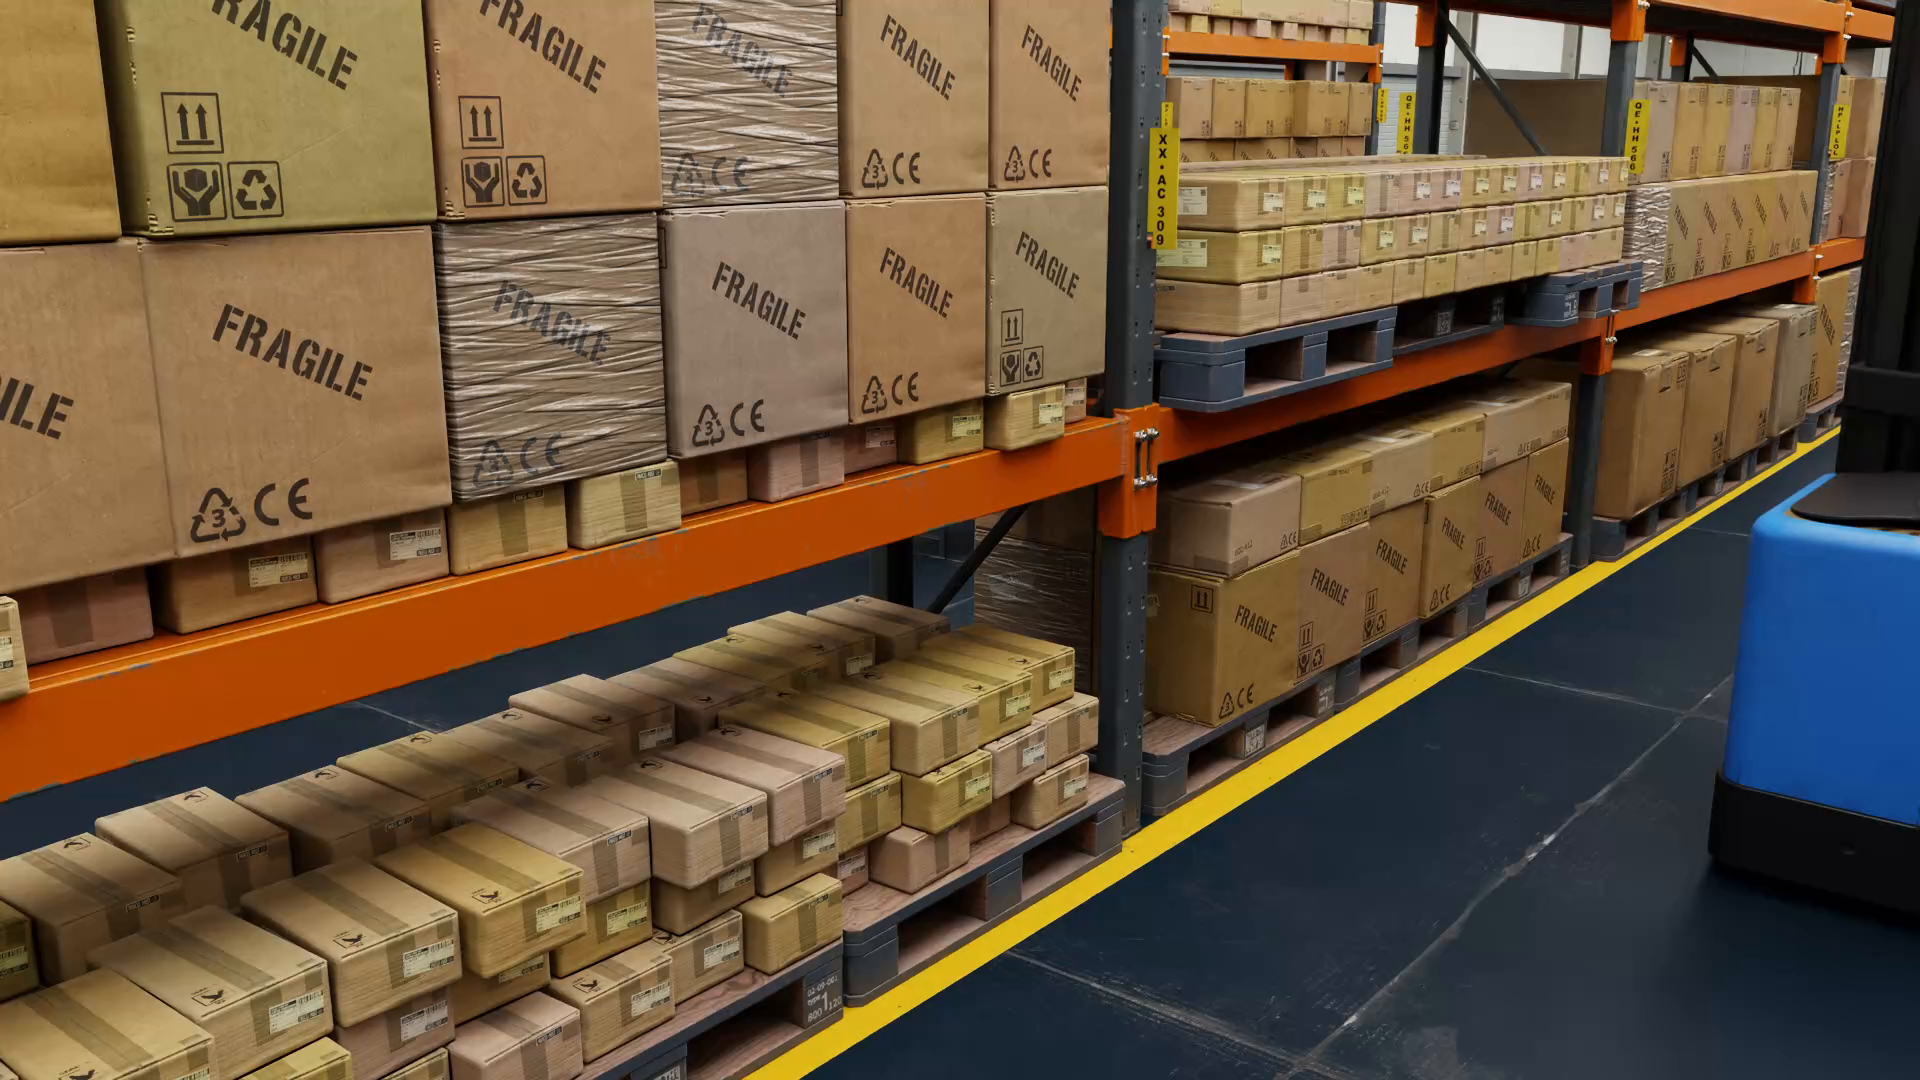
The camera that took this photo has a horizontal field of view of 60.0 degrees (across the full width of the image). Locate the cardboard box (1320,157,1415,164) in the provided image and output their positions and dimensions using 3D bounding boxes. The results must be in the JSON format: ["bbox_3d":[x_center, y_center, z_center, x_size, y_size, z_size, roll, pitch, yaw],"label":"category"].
[{"bbox_3d":[1.709,-1.554,7.099,0.380,0.149,0.250,10,18,35],"label":"cardboard box"}]

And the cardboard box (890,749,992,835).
[{"bbox_3d":[-0.138,0.626,4.401,0.380,0.149,0.250,10,18,36],"label":"cardboard box"}]

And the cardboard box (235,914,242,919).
[{"bbox_3d":[-1.636,0.828,3.604,0.380,0.149,0.250,12,18,38],"label":"cardboard box"}]

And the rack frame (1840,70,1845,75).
[{"bbox_3d":[7.670,-2.924,14.040,1.000,3.000,0.127,11,18,38],"label":"rack frame"}]

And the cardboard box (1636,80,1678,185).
[{"bbox_3d":[3.248,-2.106,8.588,0.700,0.500,0.500,11,18,37],"label":"cardboard box"}]

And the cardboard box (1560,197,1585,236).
[{"bbox_3d":[2.356,-1.350,6.900,0.380,0.149,0.250,12,18,39],"label":"cardboard box"}]

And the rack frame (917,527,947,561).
[{"bbox_3d":[-0.226,-0.658,8.167,0.400,1.500,0.023,11,18,38],"label":"rack frame"}]

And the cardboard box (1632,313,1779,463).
[{"bbox_3d":[4.226,-0.954,10.002,1.050,0.750,0.750,11,18,38],"label":"cardboard box"}]

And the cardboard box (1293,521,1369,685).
[{"bbox_3d":[1.130,0.180,6.045,0.500,0.500,0.500,12,19,40],"label":"cardboard box"}]

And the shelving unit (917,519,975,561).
[{"bbox_3d":[0.004,-0.728,8.443,0.431,1.500,0.755,11,18,38],"label":"shelving unit"}]

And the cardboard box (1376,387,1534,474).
[{"bbox_3d":[2.107,-0.477,7.110,0.500,0.250,0.500,12,18,38],"label":"cardboard box"}]

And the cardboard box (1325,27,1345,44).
[{"bbox_3d":[3.425,-4.792,15.814,0.380,0.149,0.250,12,19,39],"label":"cardboard box"}]

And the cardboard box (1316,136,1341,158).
[{"bbox_3d":[3.311,-3.621,15.978,0.500,0.500,0.500,11,18,38],"label":"cardboard box"}]

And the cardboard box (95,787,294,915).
[{"bbox_3d":[-1.647,0.681,3.578,0.380,0.149,0.250,12,19,40],"label":"cardboard box"}]

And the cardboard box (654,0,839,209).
[{"bbox_3d":[-0.611,-0.975,3.532,0.500,0.500,0.500,12,18,39],"label":"cardboard box"}]

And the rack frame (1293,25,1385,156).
[{"bbox_3d":[3.756,-3.670,16.979,1.000,3.000,0.127,11,18,38],"label":"rack frame"}]

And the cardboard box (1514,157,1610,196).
[{"bbox_3d":[2.531,-1.549,7.078,0.380,0.149,0.250,11,18,37],"label":"cardboard box"}]

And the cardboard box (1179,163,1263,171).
[{"bbox_3d":[0.882,-1.300,6.099,0.380,0.149,0.250,11,18,36],"label":"cardboard box"}]

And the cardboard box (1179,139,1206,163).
[{"bbox_3d":[1.735,-3.138,14.077,0.500,0.500,0.500,11,18,37],"label":"cardboard box"}]

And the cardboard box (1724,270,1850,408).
[{"bbox_3d":[5.605,-1.441,11.666,0.875,0.875,0.875,12,18,38],"label":"cardboard box"}]

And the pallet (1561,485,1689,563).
[{"bbox_3d":[3.196,-0.179,8.901,1.003,0.211,1.213,11,18,38],"label":"pallet"}]

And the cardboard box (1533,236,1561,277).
[{"bbox_3d":[2.211,-1.164,6.770,0.380,0.149,0.250,11,18,37],"label":"cardboard box"}]

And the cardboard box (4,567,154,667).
[{"bbox_3d":[-1.533,0.082,2.720,0.380,0.149,0.250,12,19,40],"label":"cardboard box"}]

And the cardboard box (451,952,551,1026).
[{"bbox_3d":[-1.080,0.853,3.505,0.380,0.149,0.250,12,19,40],"label":"cardboard box"}]

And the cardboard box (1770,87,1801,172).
[{"bbox_3d":[4.848,-2.595,10.511,0.700,0.500,0.500,11,18,37],"label":"cardboard box"}]

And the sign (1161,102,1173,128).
[{"bbox_3d":[1.676,-3.380,13.486,0.100,0.325,0.005,11,18,38],"label":"sign"}]

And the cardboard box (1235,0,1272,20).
[{"bbox_3d":[2.373,-4.666,14.505,0.500,0.250,0.500,11,18,38],"label":"cardboard box"}]

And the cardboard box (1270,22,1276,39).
[{"bbox_3d":[2.600,-4.554,14.875,0.380,0.149,0.250,11,18,38],"label":"cardboard box"}]

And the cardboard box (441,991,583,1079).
[{"bbox_3d":[-1.000,1.027,3.427,0.380,0.149,0.250,10,17,35],"label":"cardboard box"}]

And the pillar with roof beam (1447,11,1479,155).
[{"bbox_3d":[13.416,-10.133,30.232,9.100,9.000,0.400,11,18,38],"label":"pillar with roof beam"}]

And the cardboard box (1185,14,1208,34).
[{"bbox_3d":[1.839,-4.299,13.873,0.380,0.149,0.250,11,18,38],"label":"cardboard box"}]

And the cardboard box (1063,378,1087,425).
[{"bbox_3d":[0.130,-0.413,4.667,0.380,0.149,0.250,11,18,37],"label":"cardboard box"}]

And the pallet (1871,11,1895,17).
[{"bbox_3d":[7.212,-4.191,13.116,1.003,0.211,1.213,11,18,38],"label":"pallet"}]

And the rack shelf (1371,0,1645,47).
[{"bbox_3d":[1.385,-2.114,6.221,1.077,0.370,4.000,11,18,38],"label":"rack shelf"}]

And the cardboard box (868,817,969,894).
[{"bbox_3d":[-0.198,0.778,4.406,0.380,0.149,0.250,11,18,36],"label":"cardboard box"}]

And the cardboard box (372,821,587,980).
[{"bbox_3d":[-0.981,0.727,3.396,0.380,0.149,0.250,12,18,38],"label":"cardboard box"}]

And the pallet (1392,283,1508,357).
[{"bbox_3d":[1.429,-0.913,6.515,1.003,0.211,1.213,11,18,38],"label":"pallet"}]

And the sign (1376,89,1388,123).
[{"bbox_3d":[4.175,-4.295,16.444,0.100,0.325,0.005,11,18,38],"label":"sign"}]

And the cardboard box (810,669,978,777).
[{"bbox_3d":[-0.174,0.476,4.384,0.380,0.149,0.250,11,18,37],"label":"cardboard box"}]

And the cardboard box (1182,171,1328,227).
[{"bbox_3d":[0.903,-1.054,5.130,0.380,0.149,0.250,12,18,39],"label":"cardboard box"}]

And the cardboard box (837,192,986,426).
[{"bbox_3d":[-0.284,-0.583,4.017,0.500,0.500,0.500,11,18,36],"label":"cardboard box"}]

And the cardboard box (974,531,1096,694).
[{"bbox_3d":[0.397,0.202,5.961,0.500,0.500,0.500,11,18,36],"label":"cardboard box"}]

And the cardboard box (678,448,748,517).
[{"bbox_3d":[-0.692,-0.162,3.679,0.380,0.149,0.250,11,18,37],"label":"cardboard box"}]

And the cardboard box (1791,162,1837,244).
[{"bbox_3d":[5.378,-2.303,11.291,0.875,0.550,0.550,11,18,38],"label":"cardboard box"}]

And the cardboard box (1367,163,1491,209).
[{"bbox_3d":[1.712,-1.300,6.097,0.380,0.149,0.250,12,19,39],"label":"cardboard box"}]

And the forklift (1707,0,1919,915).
[{"bbox_3d":[3.475,-0.649,5.226,1.130,2.935,3.031,11,18,38],"label":"forklift"}]

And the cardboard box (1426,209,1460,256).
[{"bbox_3d":[1.554,-1.108,5.945,0.380,0.149,0.250,11,18,37],"label":"cardboard box"}]

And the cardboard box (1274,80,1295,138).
[{"bbox_3d":[2.619,-3.933,15.173,0.700,0.500,0.500,11,18,37],"label":"cardboard box"}]

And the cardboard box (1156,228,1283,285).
[{"bbox_3d":[0.733,-0.856,4.953,0.380,0.149,0.250,12,18,38],"label":"cardboard box"}]

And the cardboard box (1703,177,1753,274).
[{"bbox_3d":[4.083,-1.774,9.310,0.500,0.500,0.500,11,18,37],"label":"cardboard box"}]

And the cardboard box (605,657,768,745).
[{"bbox_3d":[-0.736,0.451,4.483,0.380,0.149,0.250,11,18,36],"label":"cardboard box"}]

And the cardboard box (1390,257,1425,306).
[{"bbox_3d":[1.381,-0.910,5.769,0.380,0.149,0.250,10,18,35],"label":"cardboard box"}]
